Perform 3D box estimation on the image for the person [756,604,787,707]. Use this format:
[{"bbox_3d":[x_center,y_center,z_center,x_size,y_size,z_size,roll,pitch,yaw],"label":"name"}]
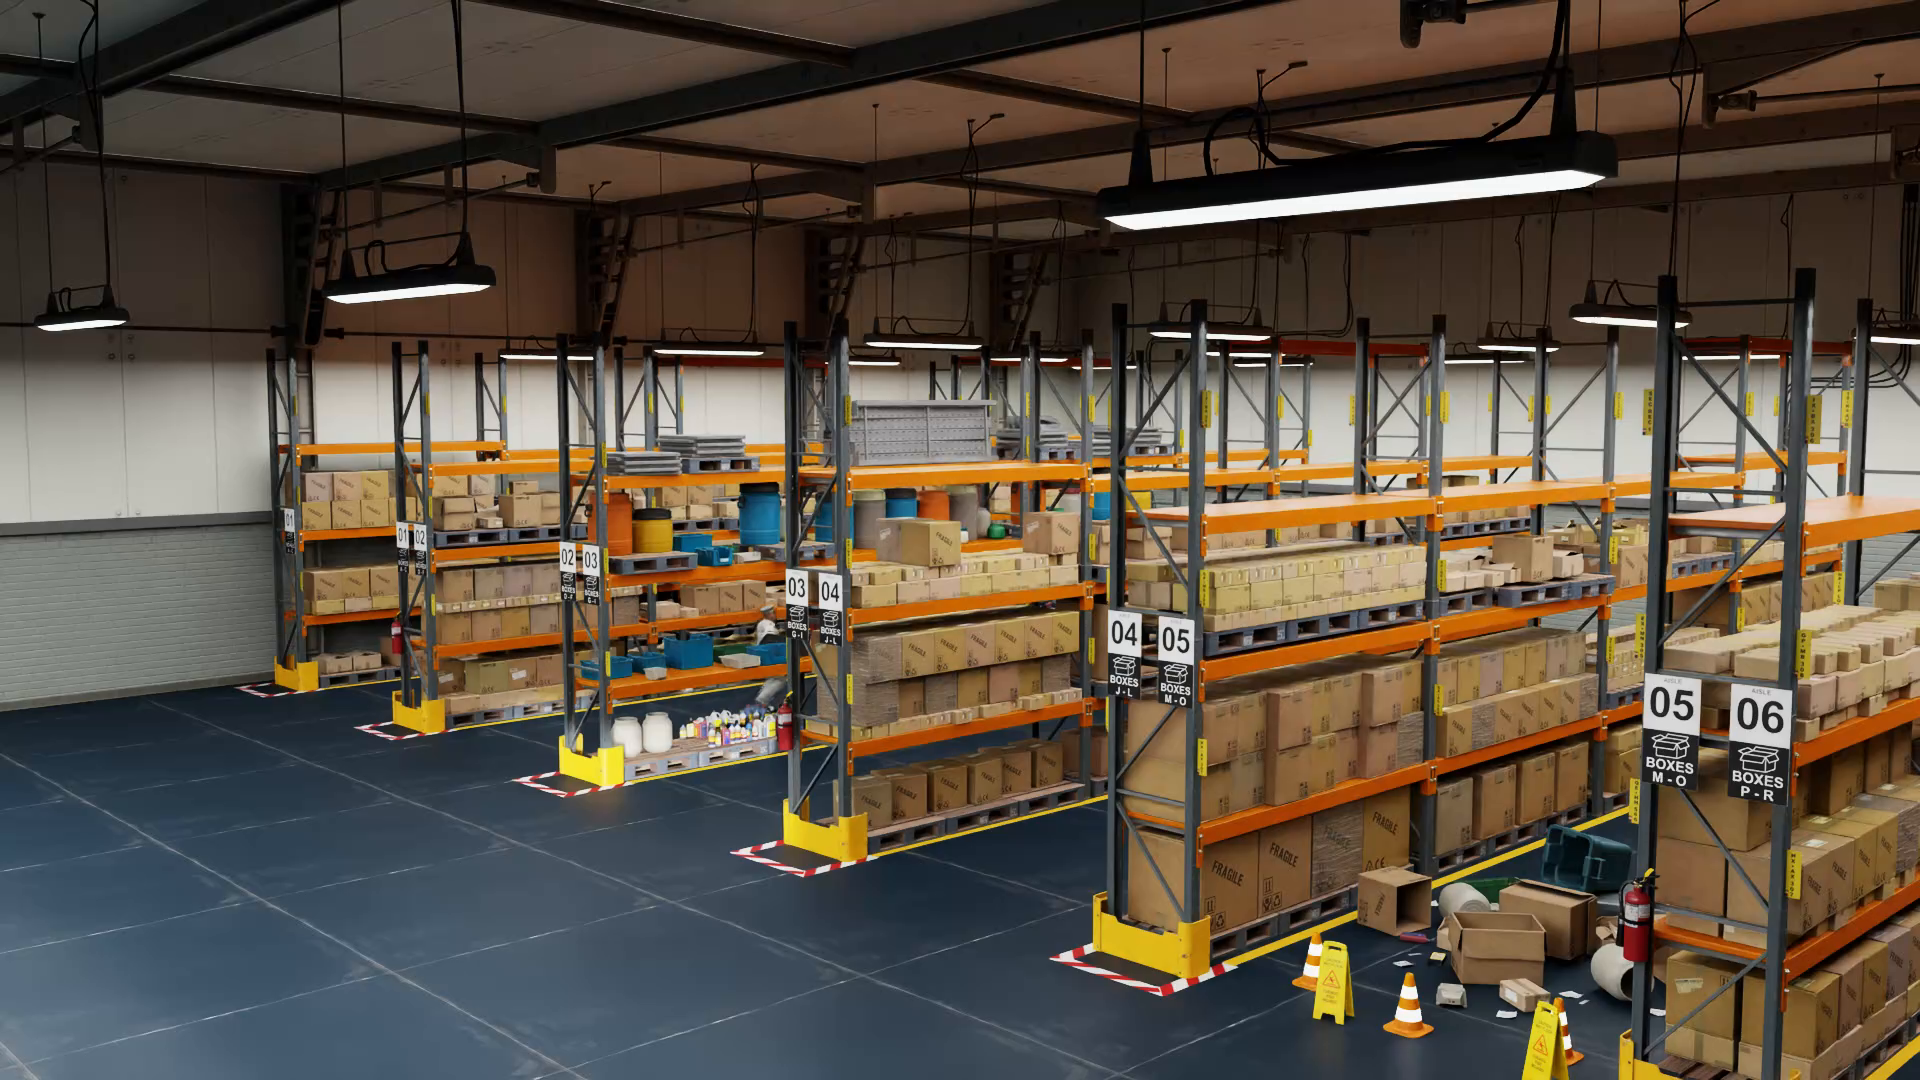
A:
[{"bbox_3d":[-3.073,1.847,26.590,0.568,1.648,0.596,-4,6,-35],"label":"person"}]
